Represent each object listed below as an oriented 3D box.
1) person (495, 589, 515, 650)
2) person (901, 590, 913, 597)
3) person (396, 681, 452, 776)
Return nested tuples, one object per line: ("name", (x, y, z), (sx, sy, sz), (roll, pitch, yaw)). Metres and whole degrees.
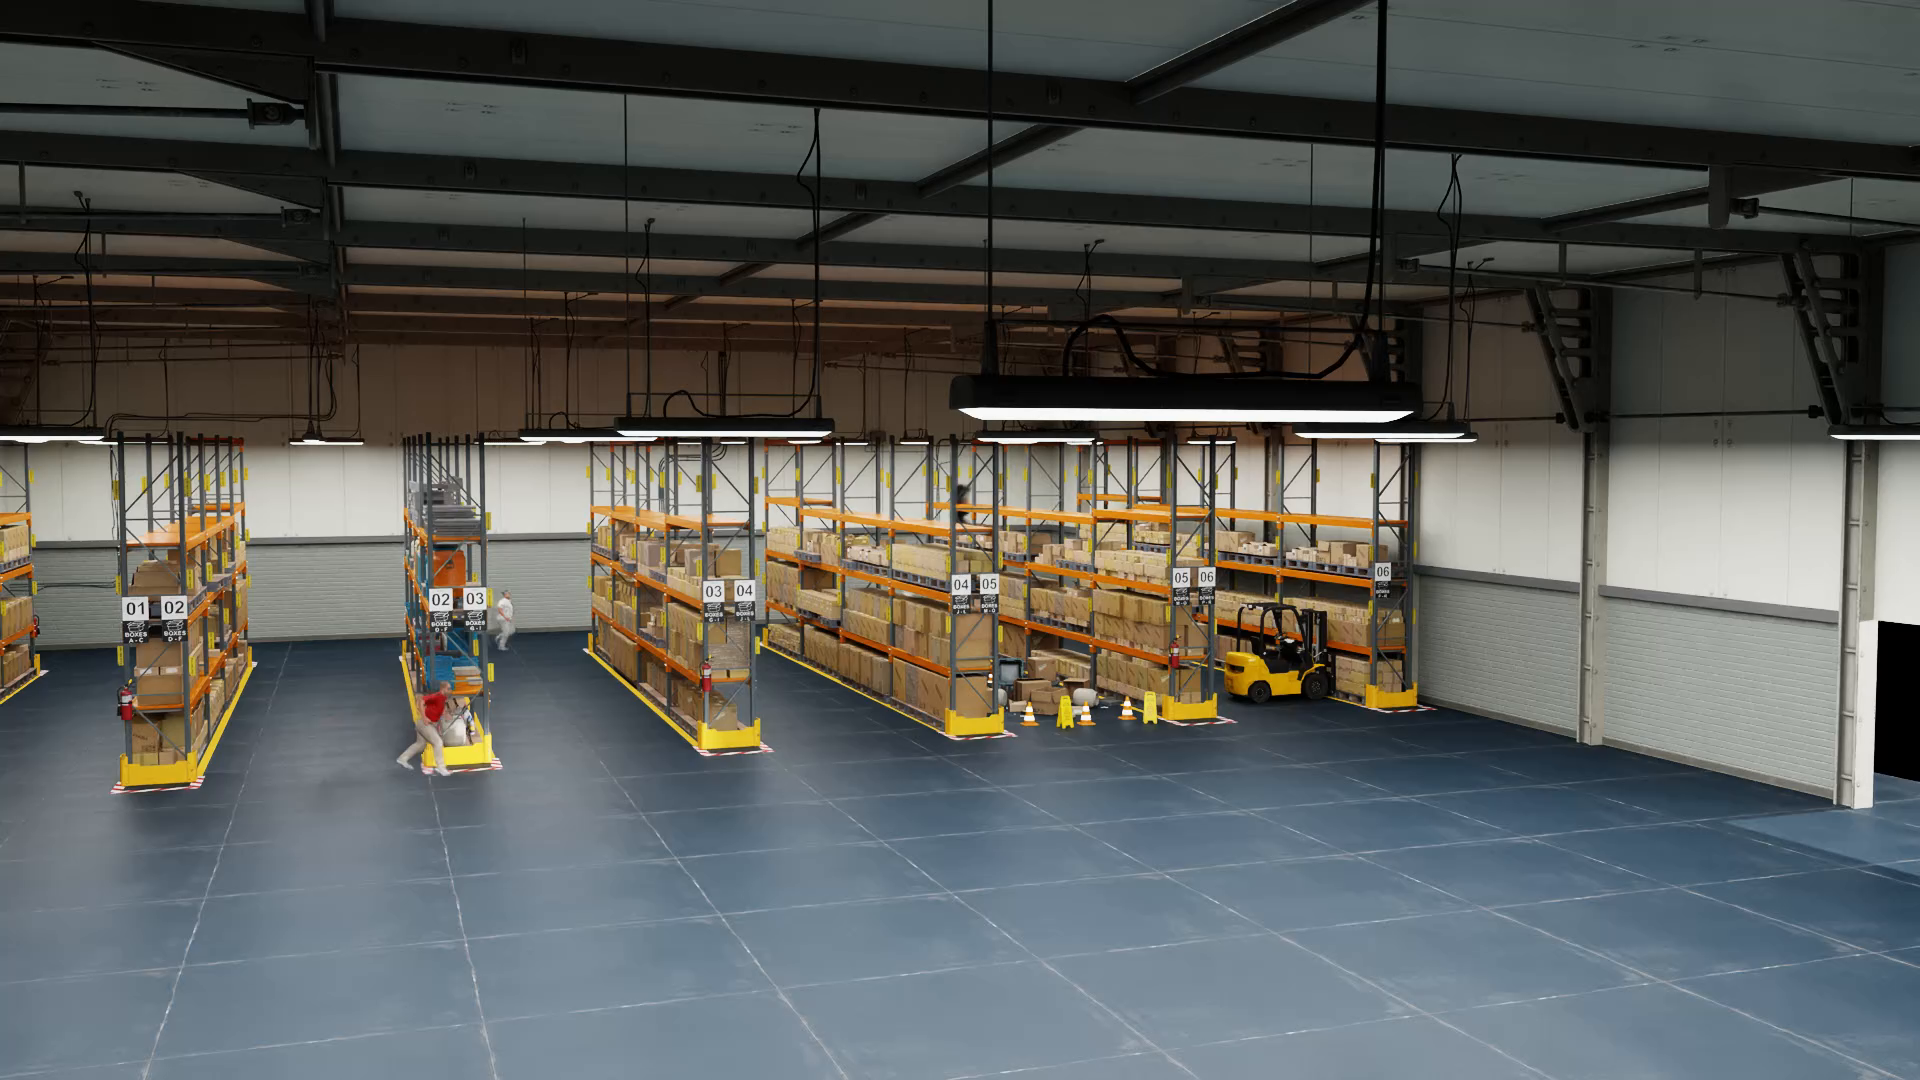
("person", (-12.957, 2.253, 47.321), (0.559, 1.709, 0.703), (0, 3, 7))
("person", (-1.604, 1.974, 51.587), (0.843, 1.812, 0.660), (-2, 4, -33))
("person", (-9.388, 3.318, 29.083), (1.008, 1.700, 0.709), (0, 3, 3))
